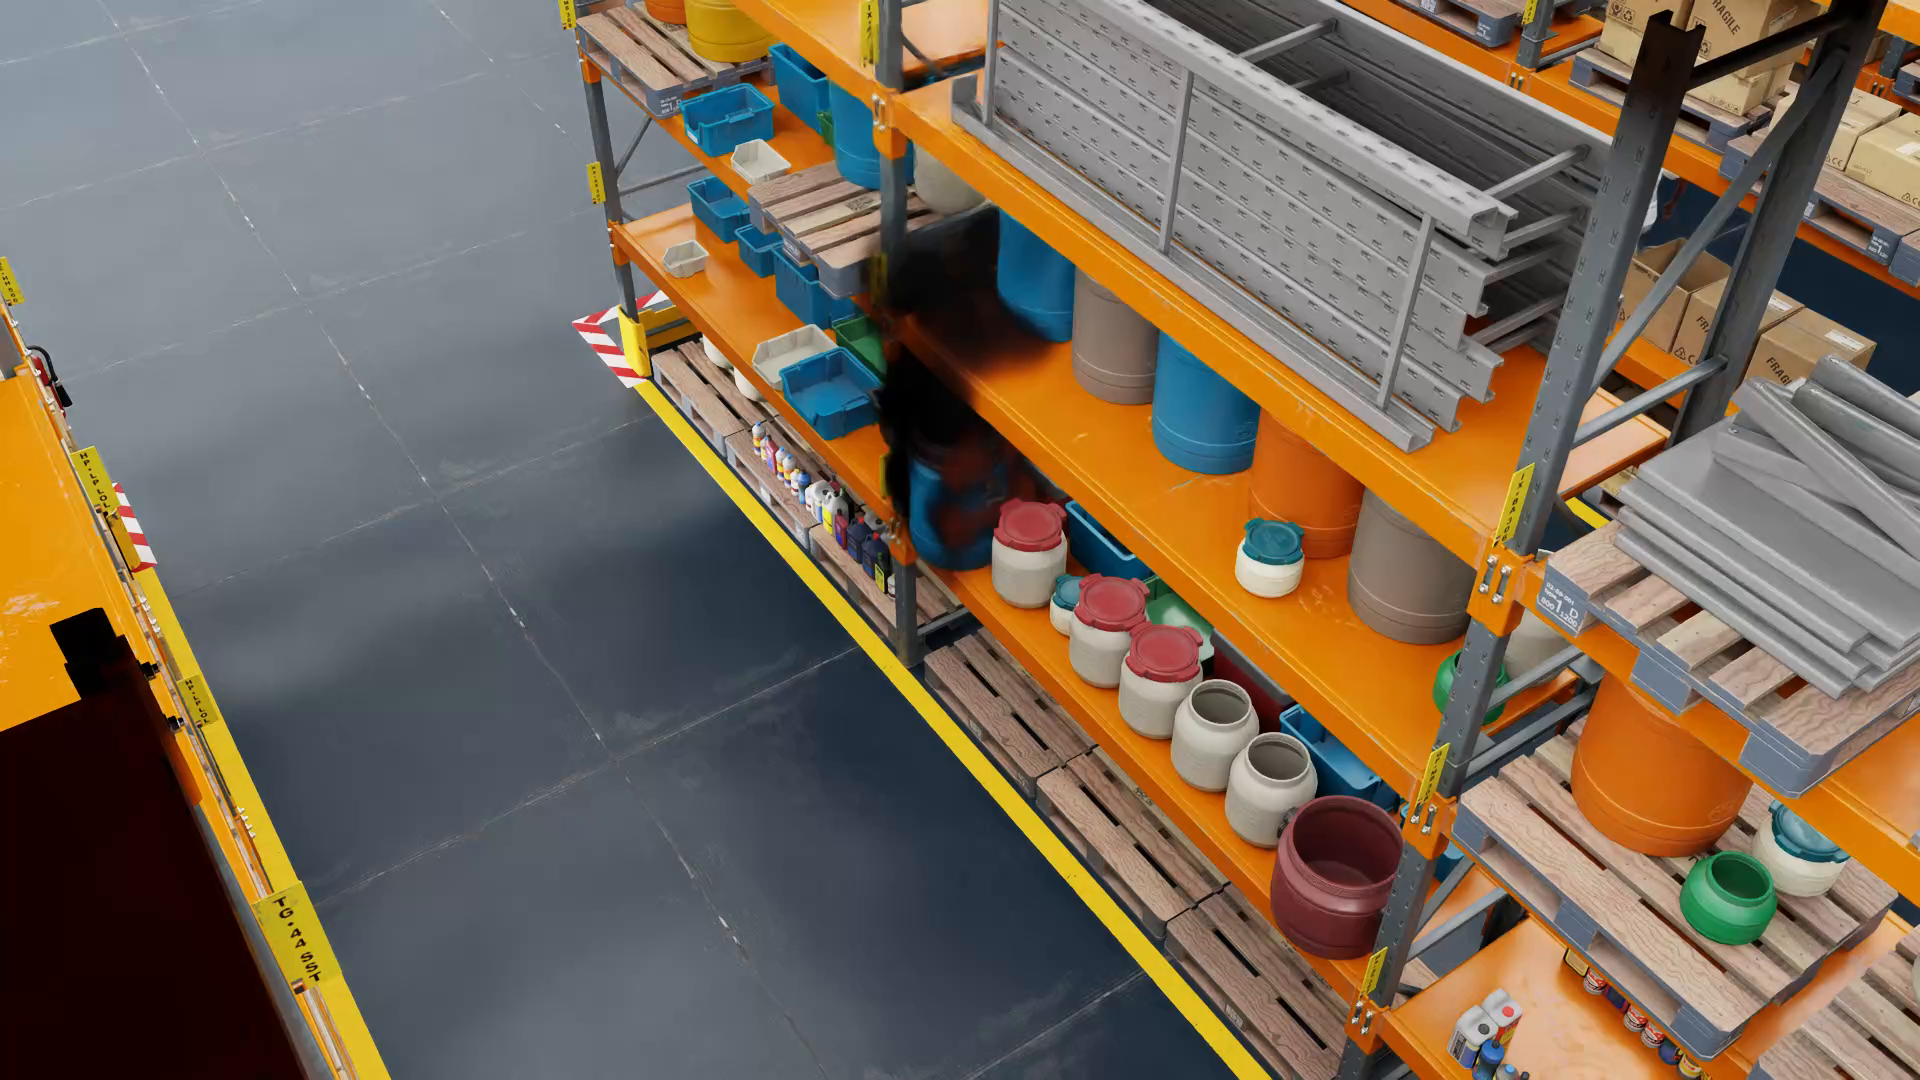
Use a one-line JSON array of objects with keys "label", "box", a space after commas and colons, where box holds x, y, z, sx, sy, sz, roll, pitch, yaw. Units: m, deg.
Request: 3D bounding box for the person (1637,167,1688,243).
[{"label": "person", "box": [5.346, -2.485, 13.240, 0.599, 1.730, 0.815, -23, 47, -23]}]

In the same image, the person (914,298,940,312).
[{"label": "person", "box": [-0.444, -2.477, 12.968, 0.565, 1.711, 0.768, -30, 50, -28]}]
